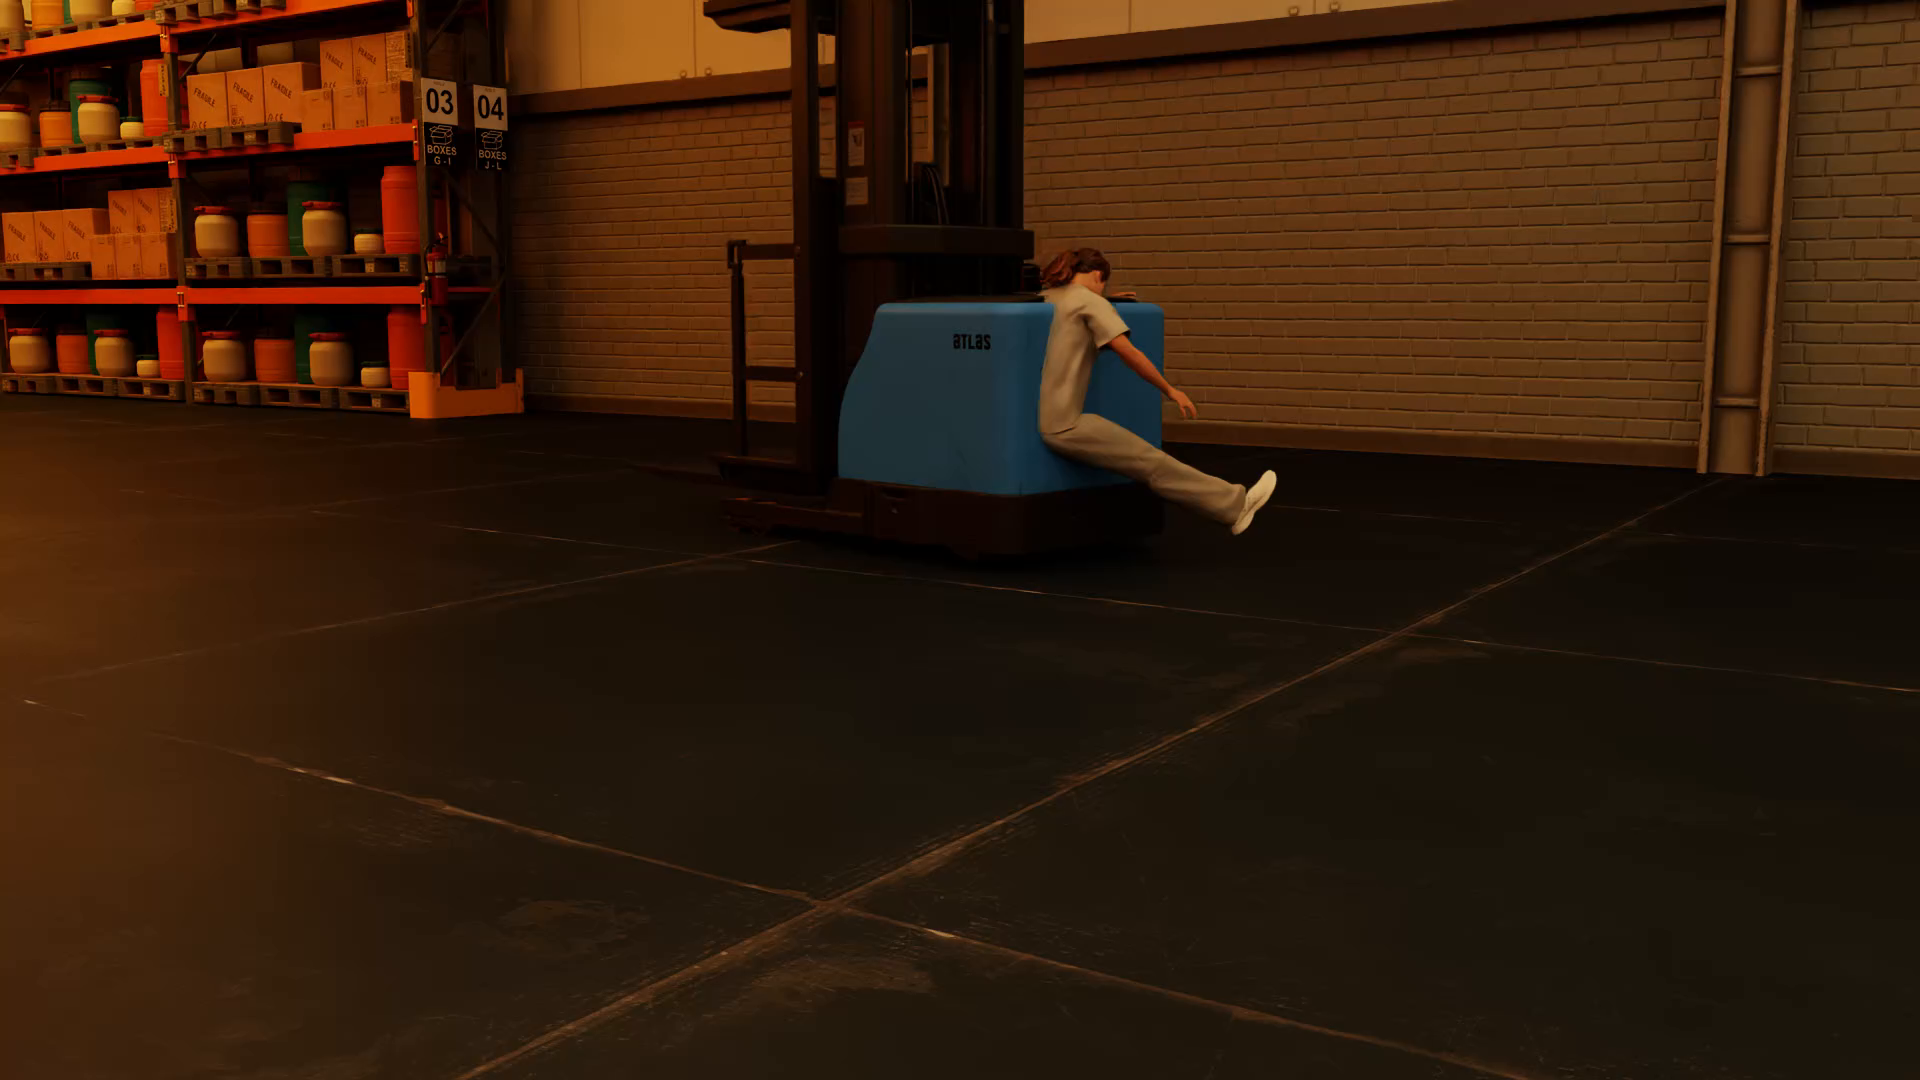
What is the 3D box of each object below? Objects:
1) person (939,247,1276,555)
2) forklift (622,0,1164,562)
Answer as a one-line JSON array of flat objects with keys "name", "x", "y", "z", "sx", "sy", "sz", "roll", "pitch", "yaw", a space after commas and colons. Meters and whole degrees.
[{"name": "person", "x": 0.603, "y": -0.562, "z": 6.977, "sx": 1.113, "sy": 1.317, "sz": 0.994, "roll": -5, "pitch": 9, "yaw": -31}, {"name": "forklift", "x": -0.497, "y": -1.515, "z": 7.850, "sx": 1.130, "sy": 2.935, "sz": 3.031, "roll": -8, "pitch": 11, "yaw": -44}]
